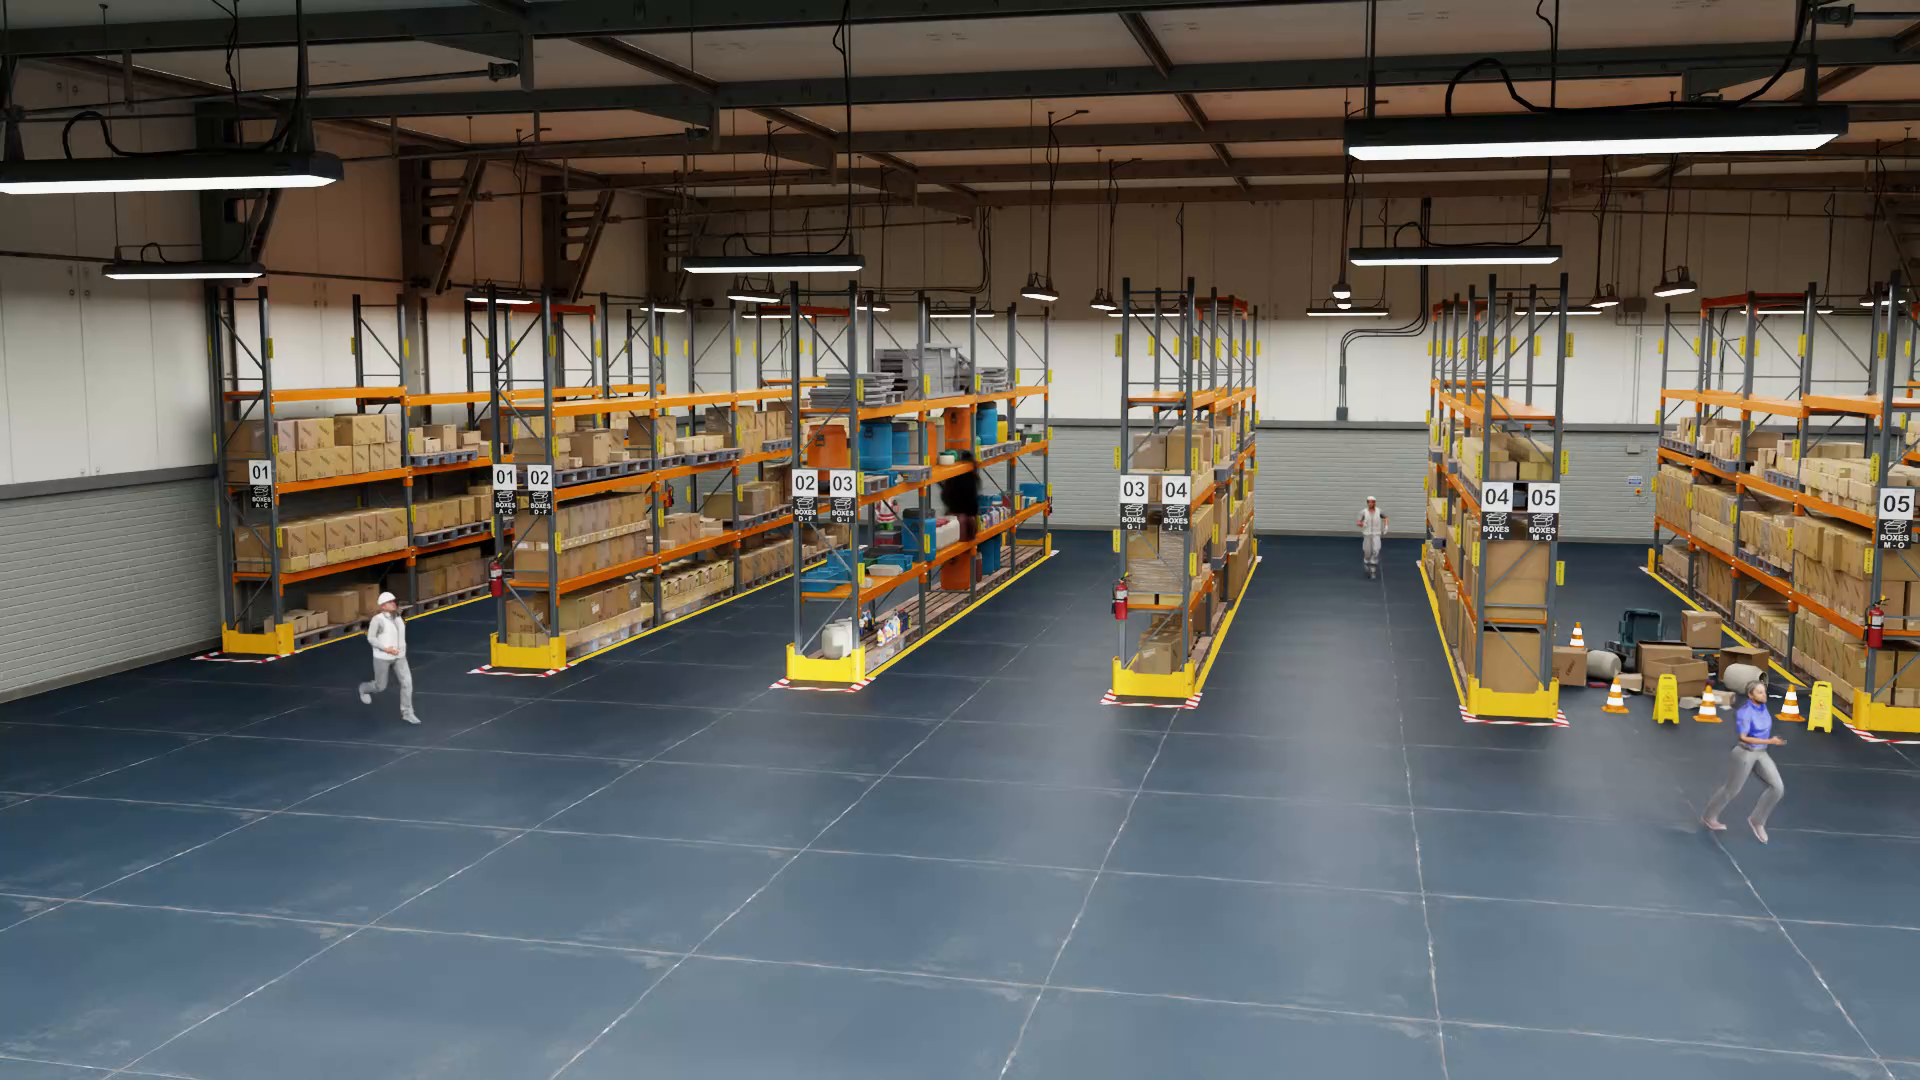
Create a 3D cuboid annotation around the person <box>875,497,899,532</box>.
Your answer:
[{"bbox_3d":[-1.762,-0.389,39.243,0.605,1.838,0.873,1,7,6],"label":"person"}]

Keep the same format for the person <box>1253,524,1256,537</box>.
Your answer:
[{"bbox_3d":[6.880,-0.474,40.654,0.655,1.669,0.619,4,8,30],"label":"person"}]

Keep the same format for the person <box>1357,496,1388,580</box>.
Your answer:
[{"bbox_3d":[9.045,-0.066,36.494,0.667,1.806,0.818,2,7,16],"label":"person"}]

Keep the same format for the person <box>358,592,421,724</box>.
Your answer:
[{"bbox_3d":[-7.724,1.581,22.437,1.082,1.767,0.633,5,8,35],"label":"person"}]

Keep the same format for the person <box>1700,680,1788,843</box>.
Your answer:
[{"bbox_3d":[8.070,2.243,16.982,0.585,1.671,0.866,-3,7,-27],"label":"person"}]
